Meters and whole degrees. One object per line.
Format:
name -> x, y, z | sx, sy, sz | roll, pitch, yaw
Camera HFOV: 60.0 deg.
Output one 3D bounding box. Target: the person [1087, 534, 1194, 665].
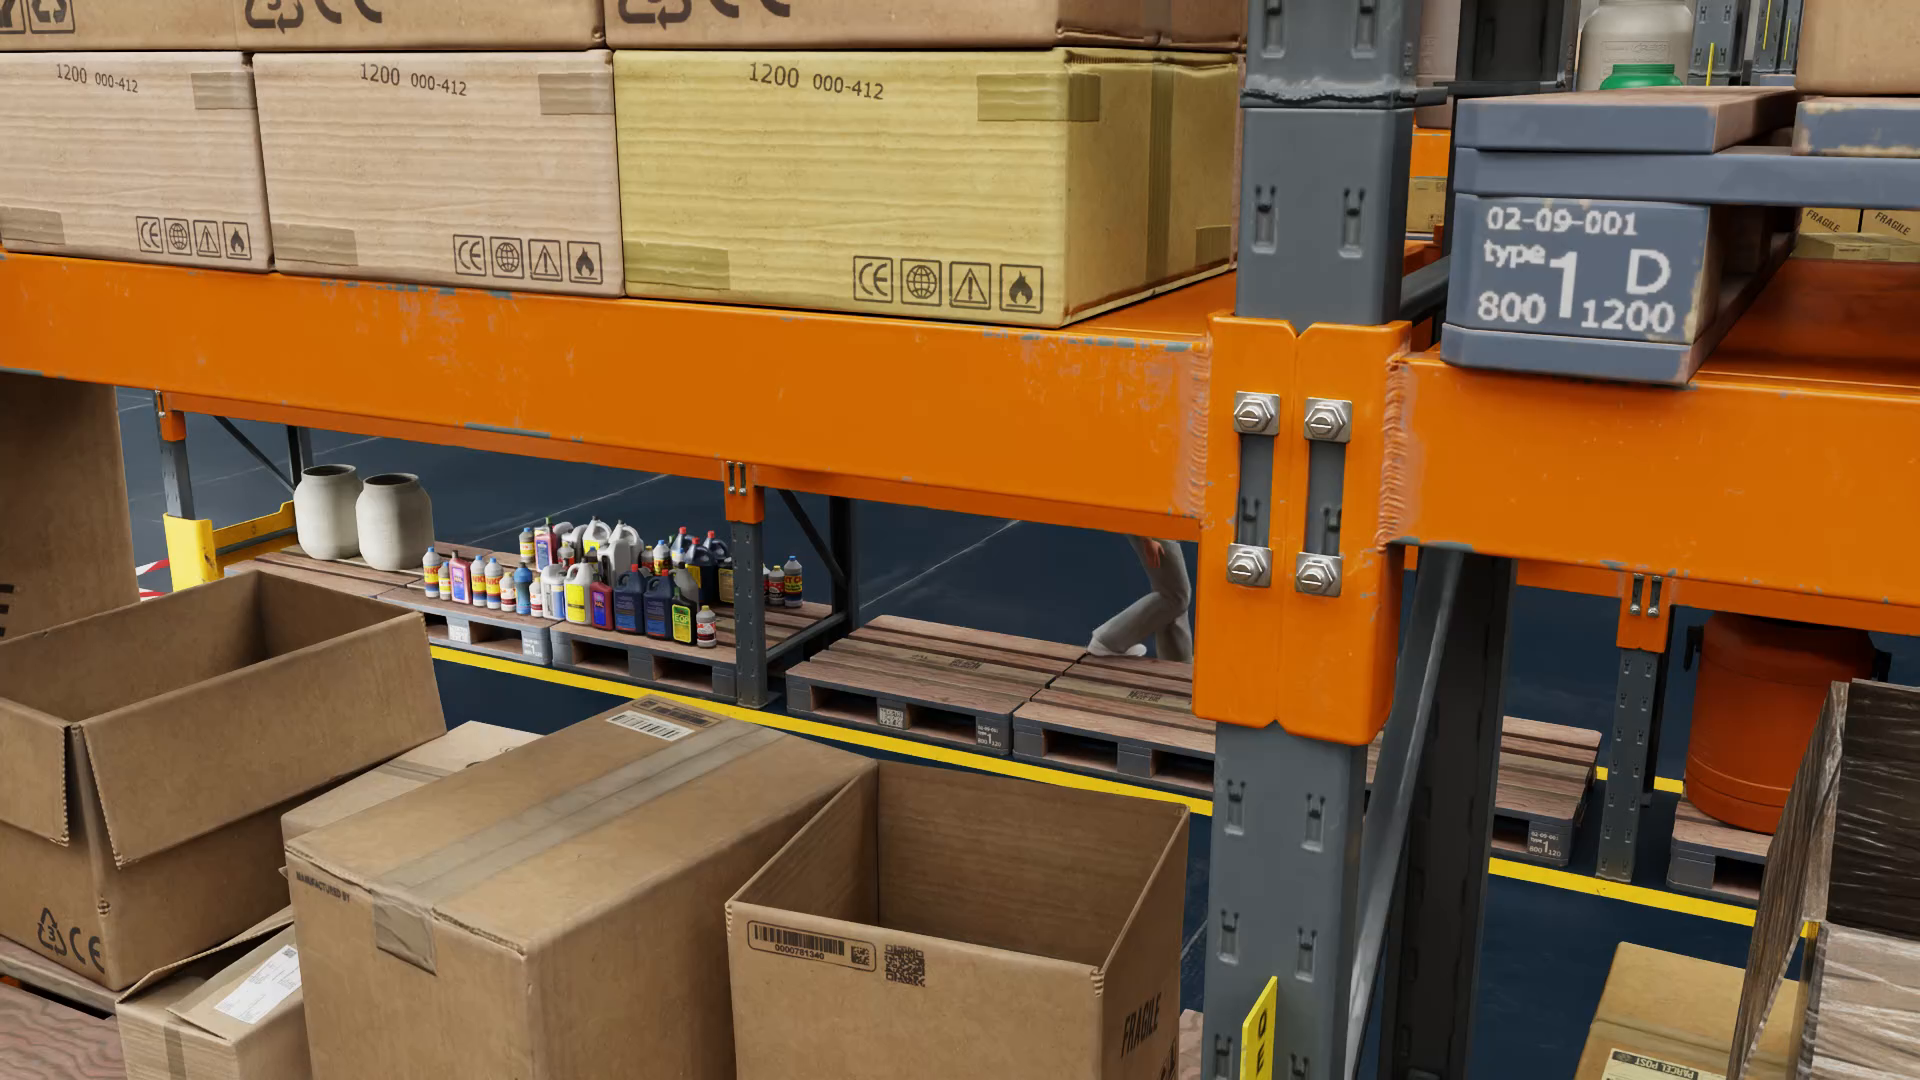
person -> 0.982, -0.045, 8.191 | 0.667, 1.656, 0.455 | 3, 16, 11
